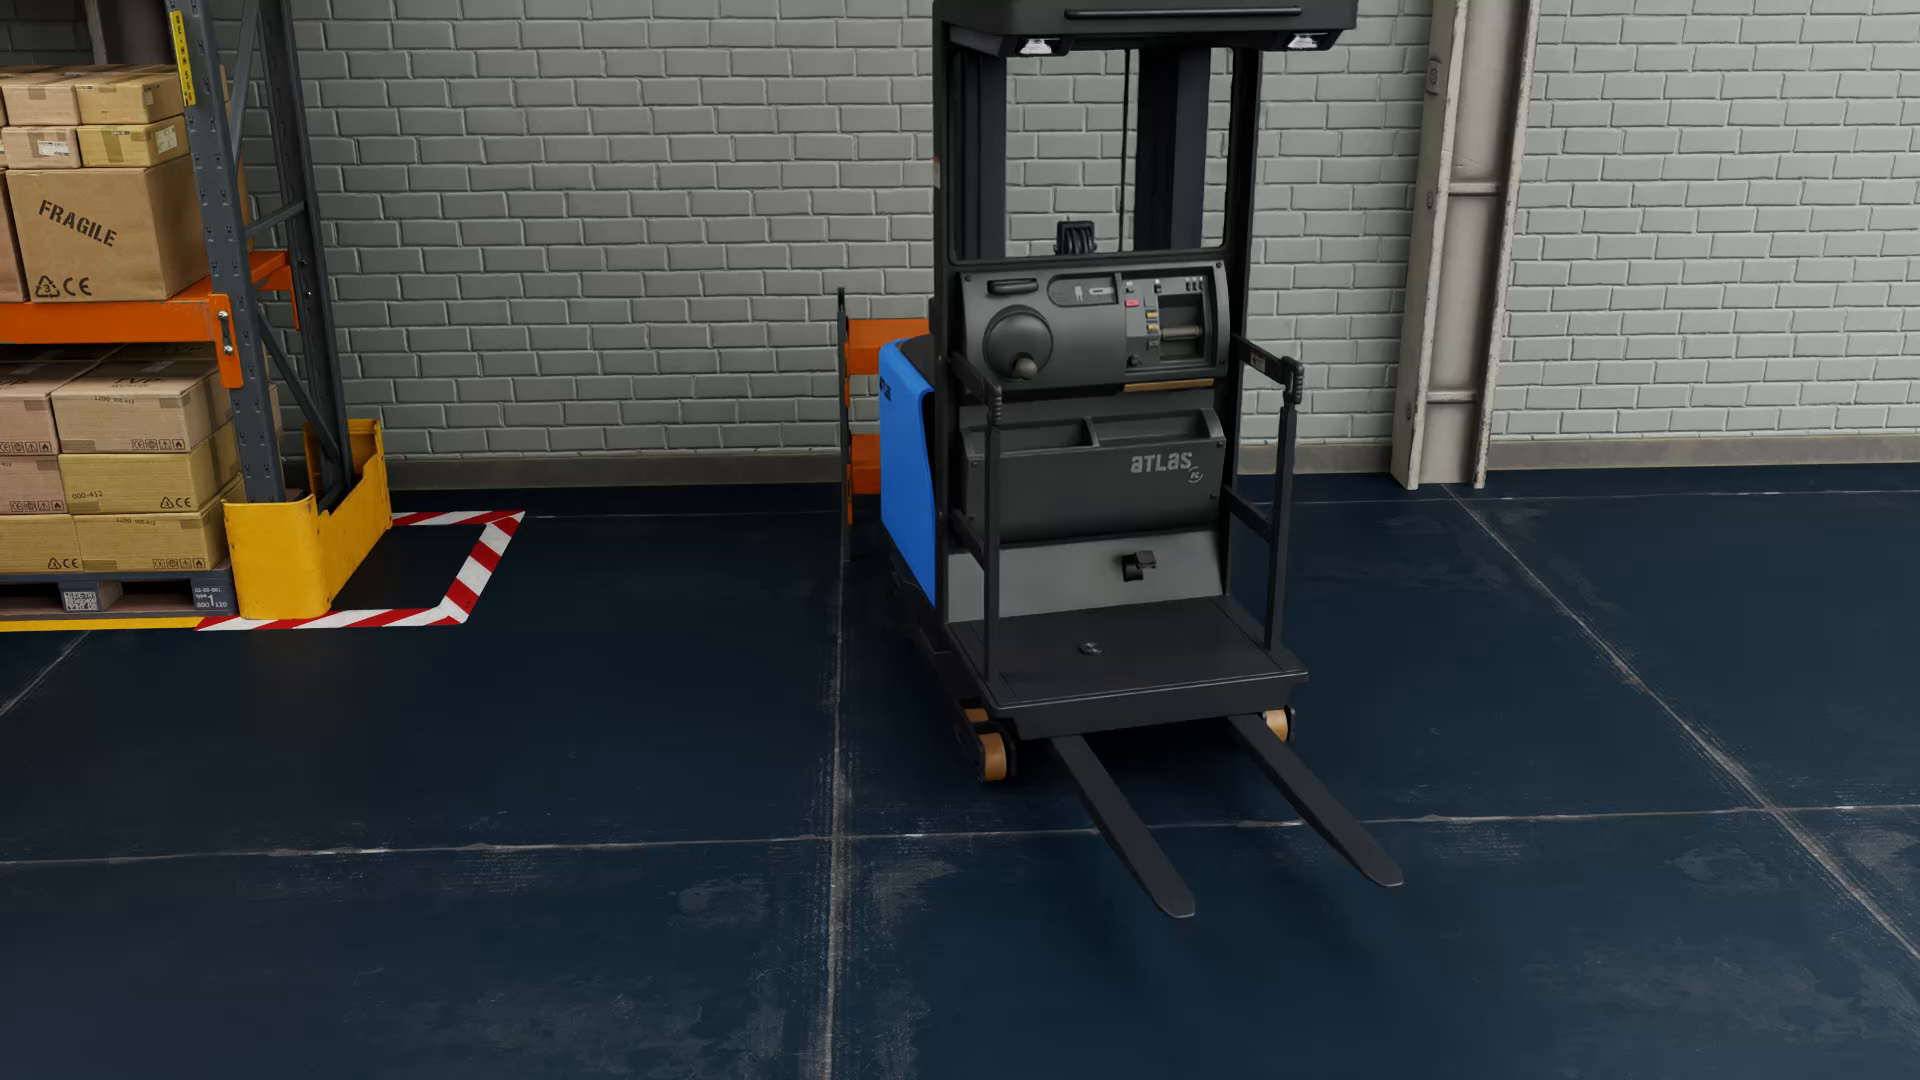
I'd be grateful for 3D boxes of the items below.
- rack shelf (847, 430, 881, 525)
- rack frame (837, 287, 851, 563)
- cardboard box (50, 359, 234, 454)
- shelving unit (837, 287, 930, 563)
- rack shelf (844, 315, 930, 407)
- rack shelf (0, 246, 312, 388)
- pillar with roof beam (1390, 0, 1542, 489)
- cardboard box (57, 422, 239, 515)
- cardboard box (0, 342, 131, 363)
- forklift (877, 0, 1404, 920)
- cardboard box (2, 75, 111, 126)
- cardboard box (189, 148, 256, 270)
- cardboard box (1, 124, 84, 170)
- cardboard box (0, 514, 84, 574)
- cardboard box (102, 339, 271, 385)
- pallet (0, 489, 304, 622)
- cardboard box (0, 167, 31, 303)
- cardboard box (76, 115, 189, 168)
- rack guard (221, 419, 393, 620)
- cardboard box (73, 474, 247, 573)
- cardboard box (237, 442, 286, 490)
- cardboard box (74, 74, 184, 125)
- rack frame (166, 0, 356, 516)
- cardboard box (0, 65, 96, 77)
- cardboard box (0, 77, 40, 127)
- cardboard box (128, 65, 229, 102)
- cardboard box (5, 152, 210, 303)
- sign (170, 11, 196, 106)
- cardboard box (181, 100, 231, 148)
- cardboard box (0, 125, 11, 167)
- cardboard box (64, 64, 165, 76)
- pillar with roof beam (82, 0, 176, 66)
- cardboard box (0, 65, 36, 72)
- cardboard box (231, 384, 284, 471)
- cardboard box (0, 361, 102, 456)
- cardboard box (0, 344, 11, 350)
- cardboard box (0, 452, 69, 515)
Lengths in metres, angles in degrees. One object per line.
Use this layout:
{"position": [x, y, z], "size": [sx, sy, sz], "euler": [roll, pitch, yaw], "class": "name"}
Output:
{"position": [-0.008, -0.298, 7.510], "size": [1.000, 0.278, 0.538], "euler": [-1, 21, -3], "class": "rack shelf"}
{"position": [-0.515, -0.515, 7.392], "size": [0.032, 1.125, 0.500], "euler": [-1, 21, -3], "class": "rack frame"}
{"position": [-3.272, -0.543, 6.700], "size": [0.500, 0.250, 0.500], "euler": [0, 21, -1], "class": "cardboard box"}
{"position": [-0.008, -0.527, 7.423], "size": [1.048, 1.125, 0.538], "euler": [-1, 21, -3], "class": "shelving unit"}
{"position": [-0.008, -0.800, 7.319], "size": [1.000, 0.278, 0.538], "euler": [-1, 21, -3], "class": "rack shelf"}
{"position": [-4.827, -0.908, 6.800], "size": [4.000, 0.370, 1.077], "euler": [-1, 21, -3], "class": "rack shelf"}
{"position": [2.659, -2.987, 2.818], "size": [0.400, 9.000, 9.100], "euler": [-1, 21, -3], "class": "pillar with roof beam"}
{"position": [-3.298, -0.308, 6.787], "size": [0.500, 0.250, 0.500], "euler": [-1, 21, -4], "class": "cardboard box"}
{"position": [-3.819, -0.709, 7.136], "size": [0.500, 0.250, 0.500], "euler": [-1, 21, -3], "class": "cardboard box"}
{"position": [0.514, -0.717, 5.384], "size": [1.130, 2.935, 3.031], "euler": [-5, 21, -13], "class": "forklift"}
{"position": [-3.420, -1.675, 6.335], "size": [0.250, 0.149, 0.380], "euler": [-1, 21, -3], "class": "cardboard box"}
{"position": [-3.340, -1.420, 6.994], "size": [0.500, 0.500, 0.500], "euler": [0, 21, -1], "class": "cardboard box"}
{"position": [-3.414, -1.512, 6.324], "size": [0.250, 0.149, 0.380], "euler": [-1, 21, -2], "class": "cardboard box"}
{"position": [-3.778, -0.067, 6.856], "size": [0.500, 0.250, 0.500], "euler": [-1, 21, -3], "class": "cardboard box"}
{"position": [-3.321, -0.720, 7.166], "size": [0.500, 0.250, 0.500], "euler": [-1, 21, -4], "class": "cardboard box"}
{"position": [-3.591, 0.049, 7.195], "size": [1.213, 0.211, 1.003], "euler": [-1, 21, -3], "class": "pallet"}
{"position": [-3.825, -1.221, 6.471], "size": [0.500, 0.500, 0.500], "euler": [-1, 21, -1], "class": "cardboard box"}
{"position": [-3.160, -1.528, 6.366], "size": [0.250, 0.149, 0.380], "euler": [-1, 21, -2], "class": "cardboard box"}
{"position": [-2.806, -0.117, 7.225], "size": [0.348, 0.500, 1.175], "euler": [-1, 21, -3], "class": "rack guard"}
{"position": [-3.281, -0.074, 6.873], "size": [0.500, 0.250, 0.500], "euler": [-1, 21, -3], "class": "cardboard box"}
{"position": [-3.332, -0.255, 7.349], "size": [0.500, 0.250, 0.500], "euler": [-1, 21, -3], "class": "cardboard box"}
{"position": [-3.176, -1.691, 6.377], "size": [0.250, 0.149, 0.380], "euler": [-1, 21, -3], "class": "cardboard box"}
{"position": [-2.830, -1.284, 6.779], "size": [0.127, 3.000, 1.000], "euler": [-1, 21, -3], "class": "rack frame"}
{"position": [-3.704, -1.839, 6.764], "size": [0.250, 0.149, 0.380], "euler": [-1, 21, -2], "class": "cardboard box"}
{"position": [-3.680, -1.660, 6.295], "size": [0.250, 0.149, 0.380], "euler": [-1, 21, -2], "class": "cardboard box"}
{"position": [-3.178, -1.842, 6.774], "size": [0.250, 0.149, 0.380], "euler": [-2, 21, -4], "class": "cardboard box"}
{"position": [-3.306, -1.228, 6.490], "size": [0.500, 0.500, 0.500], "euler": [-2, 21, -4], "class": "cardboard box"}
{"position": [-2.813, -1.743, 6.024], "size": [0.005, 0.325, 0.100], "euler": [-1, 21, -3], "class": "sign"}
{"position": [-3.184, -1.720, 6.869], "size": [0.250, 0.149, 0.380], "euler": [-2, 21, -4], "class": "cardboard box"}
{"position": [-3.676, -1.528, 6.368], "size": [0.250, 0.149, 0.380], "euler": [-1, 21, -2], "class": "cardboard box"}
{"position": [-3.447, -1.859, 6.818], "size": [0.250, 0.149, 0.380], "euler": [0, 21, -1], "class": "cardboard box"}
{"position": [-3.331, -2.865, 2.498], "size": [0.400, 9.000, 9.100], "euler": [-1, 21, -3], "class": "pillar with roof beam"}
{"position": [-3.951, -1.839, 6.765], "size": [0.250, 0.149, 0.380], "euler": [-1, 21, -3], "class": "cardboard box"}
{"position": [-3.311, -0.493, 7.273], "size": [0.500, 0.250, 0.500], "euler": [-1, 21, -2], "class": "cardboard box"}
{"position": [-3.781, -0.530, 6.667], "size": [0.500, 0.250, 0.500], "euler": [-1, 21, -2], "class": "cardboard box"}
{"position": [-4.319, -0.703, 7.120], "size": [0.500, 0.250, 0.500], "euler": [-1, 21, -3], "class": "cardboard box"}
{"position": [-3.799, -0.302, 6.770], "size": [0.500, 0.250, 0.500], "euler": [-1, 21, -4], "class": "cardboard box"}
